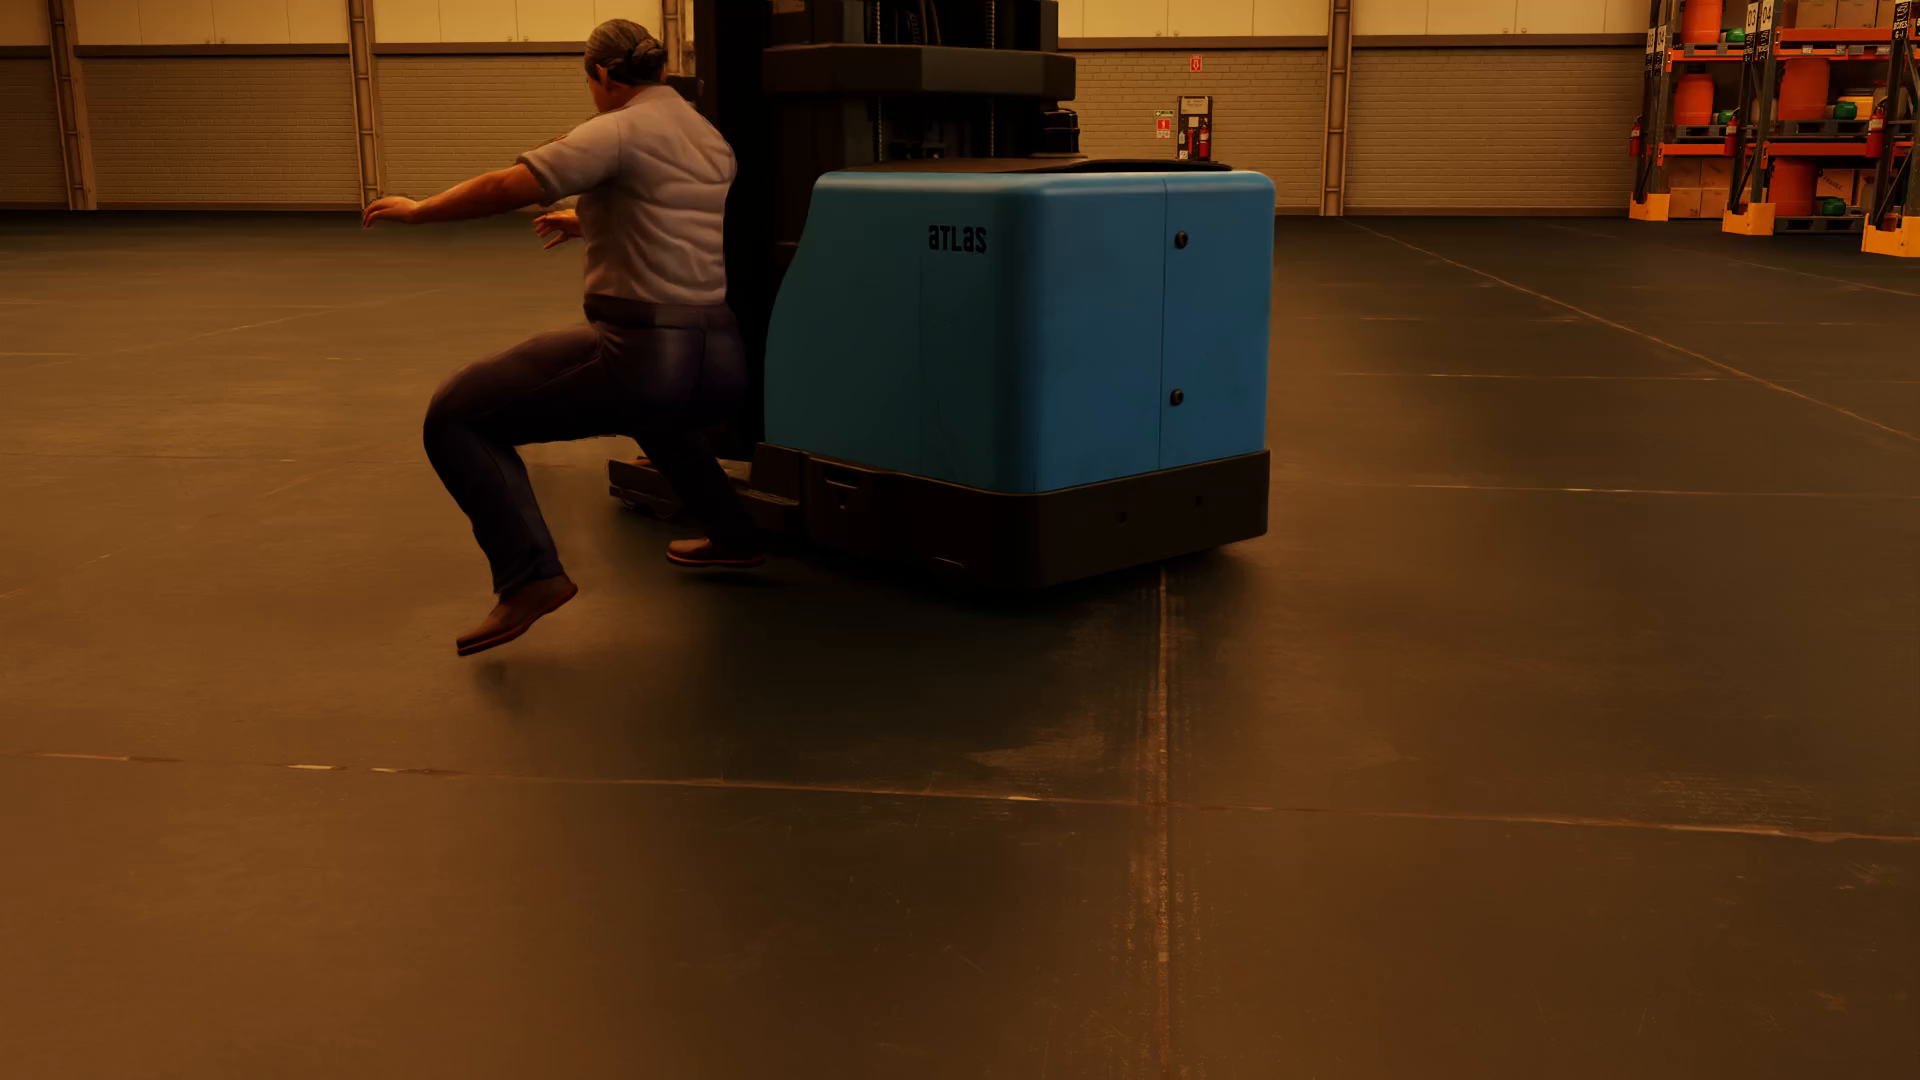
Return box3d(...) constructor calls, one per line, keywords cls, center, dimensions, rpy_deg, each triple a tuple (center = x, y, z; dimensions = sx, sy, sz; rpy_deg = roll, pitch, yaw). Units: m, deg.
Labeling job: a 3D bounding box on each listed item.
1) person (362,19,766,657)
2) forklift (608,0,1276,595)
box3d(cls="person", center=(-0.850, -0.509, 3.954), dimensions=(0.694, 1.397, 1.009), rpy_deg=(9, 16, 34))
box3d(cls="forklift", center=(-0.483, -1.559, 5.178), dimensions=(1.130, 2.935, 3.031), rpy_deg=(-12, 17, -41))
